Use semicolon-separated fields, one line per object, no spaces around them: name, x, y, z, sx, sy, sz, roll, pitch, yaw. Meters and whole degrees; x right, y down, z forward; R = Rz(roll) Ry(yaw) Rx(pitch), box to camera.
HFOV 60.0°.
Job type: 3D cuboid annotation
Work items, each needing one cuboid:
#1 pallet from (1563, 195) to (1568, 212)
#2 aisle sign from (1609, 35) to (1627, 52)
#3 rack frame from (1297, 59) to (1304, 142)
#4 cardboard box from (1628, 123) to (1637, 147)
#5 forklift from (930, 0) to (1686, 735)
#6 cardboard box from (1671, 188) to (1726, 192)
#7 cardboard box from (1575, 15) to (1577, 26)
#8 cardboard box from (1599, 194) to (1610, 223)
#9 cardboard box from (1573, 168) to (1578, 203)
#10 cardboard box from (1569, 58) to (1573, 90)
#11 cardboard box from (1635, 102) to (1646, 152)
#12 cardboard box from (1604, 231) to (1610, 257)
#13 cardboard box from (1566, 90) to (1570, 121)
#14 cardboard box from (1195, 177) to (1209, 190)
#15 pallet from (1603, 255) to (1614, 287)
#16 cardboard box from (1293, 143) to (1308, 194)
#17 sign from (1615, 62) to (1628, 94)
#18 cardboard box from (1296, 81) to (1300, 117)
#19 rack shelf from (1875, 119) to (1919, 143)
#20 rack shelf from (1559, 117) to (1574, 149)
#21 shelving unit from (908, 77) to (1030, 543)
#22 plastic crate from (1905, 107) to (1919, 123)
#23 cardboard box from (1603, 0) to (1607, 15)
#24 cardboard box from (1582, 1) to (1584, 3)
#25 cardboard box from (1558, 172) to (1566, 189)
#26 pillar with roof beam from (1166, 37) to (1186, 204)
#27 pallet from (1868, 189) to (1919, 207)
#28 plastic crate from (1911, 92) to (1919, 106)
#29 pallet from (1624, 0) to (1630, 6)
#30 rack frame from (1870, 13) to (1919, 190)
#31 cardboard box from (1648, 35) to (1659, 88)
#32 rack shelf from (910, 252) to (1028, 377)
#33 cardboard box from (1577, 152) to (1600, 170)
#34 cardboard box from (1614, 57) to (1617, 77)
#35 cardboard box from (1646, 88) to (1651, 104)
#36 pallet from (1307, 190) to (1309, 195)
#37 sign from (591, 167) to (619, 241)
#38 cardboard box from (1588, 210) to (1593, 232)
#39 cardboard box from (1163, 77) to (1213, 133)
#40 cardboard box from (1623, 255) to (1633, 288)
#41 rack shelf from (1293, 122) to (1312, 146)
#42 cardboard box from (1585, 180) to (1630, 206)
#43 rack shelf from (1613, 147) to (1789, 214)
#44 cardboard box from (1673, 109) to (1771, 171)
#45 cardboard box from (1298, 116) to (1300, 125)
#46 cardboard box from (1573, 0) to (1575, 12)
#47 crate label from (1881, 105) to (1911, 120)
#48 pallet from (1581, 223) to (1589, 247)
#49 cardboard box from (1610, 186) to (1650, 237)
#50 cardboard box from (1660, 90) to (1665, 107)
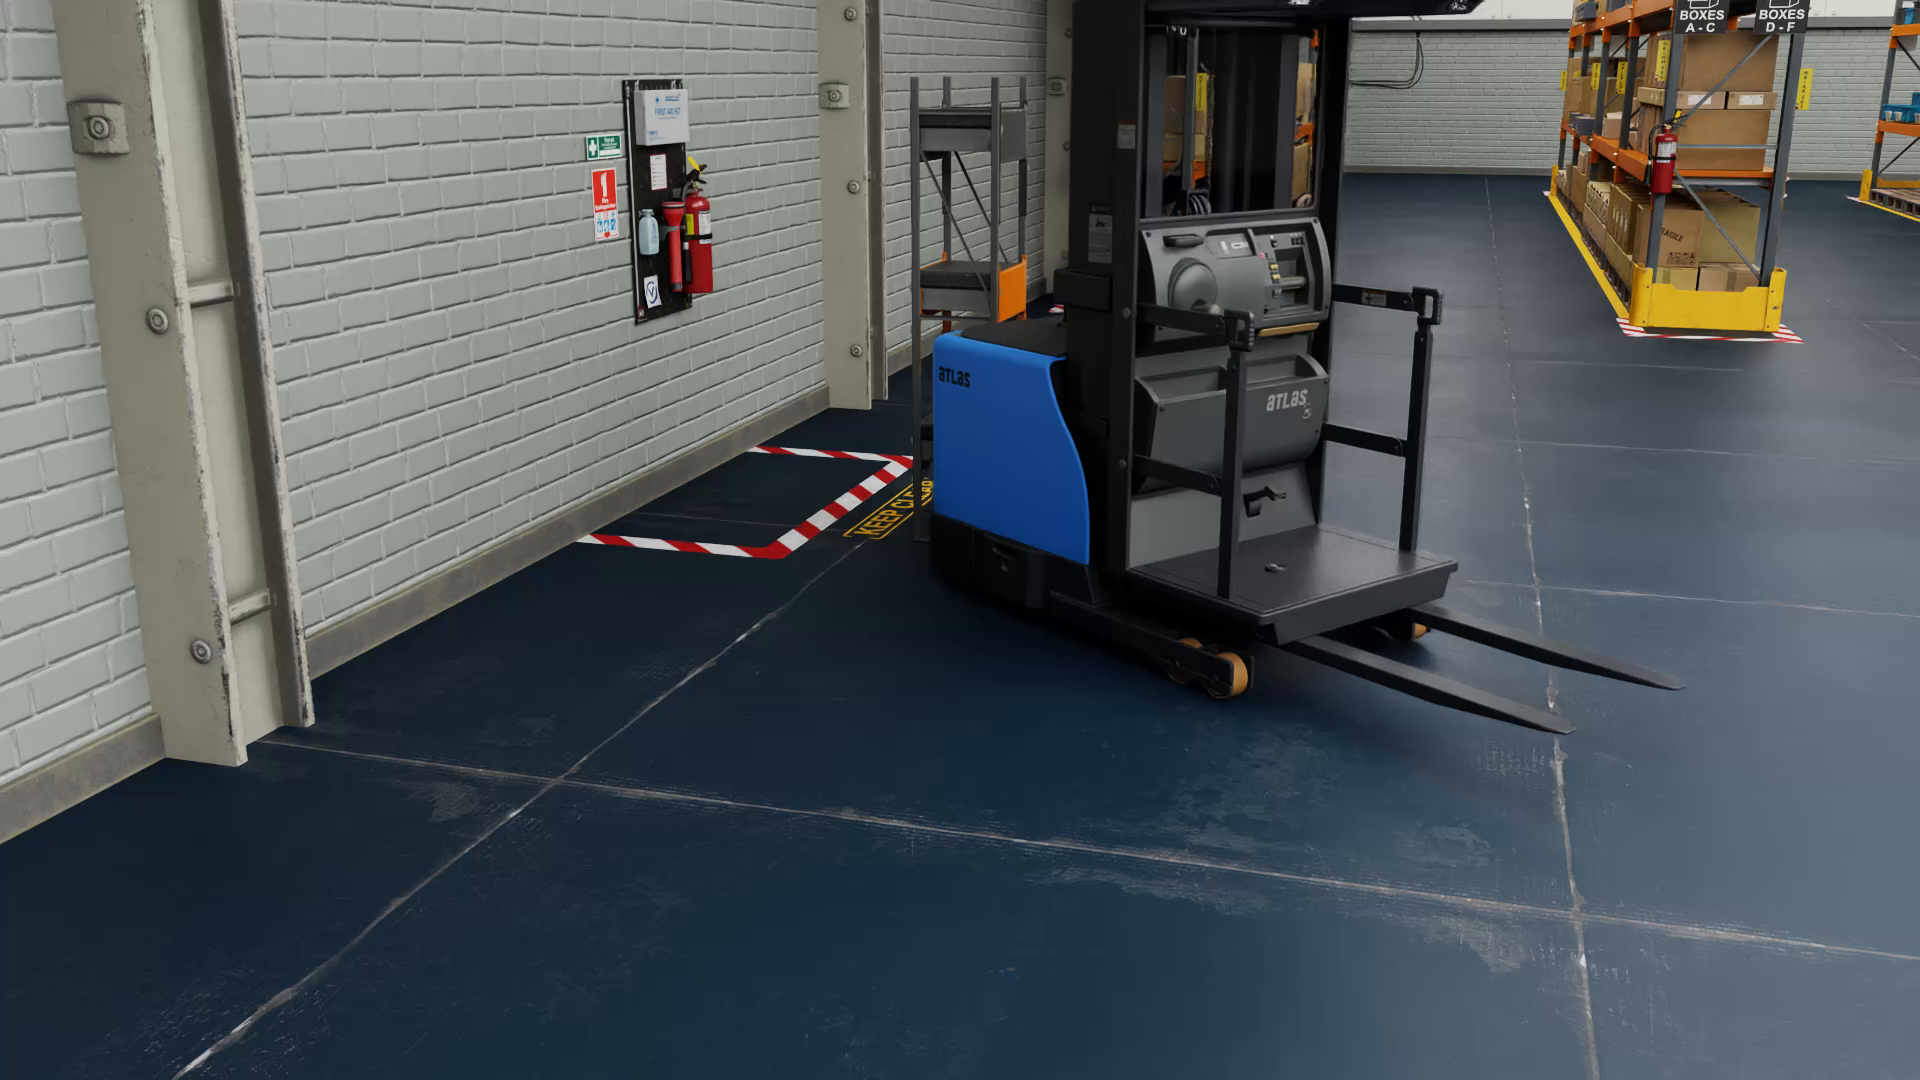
pallet;10.006;-5.269;26.021;1.003;0.211;1.213;5;16;16
aisle sign;11.260;-8.723;28.321;0.394;0.787;0.004;5;16;16
rack frame;6.197;-7.861;30.047;1.000;3.000;0.127;5;16;16
cardboard box;7.611;-4.518;18.507;0.396;0.266;0.258;4;16;15
forklift;1.161;-1.001;5.986;1.130;2.935;3.031;-12;20;-36
cardboard box;7.461;-3.310;16.898;0.500;0.500;0.500;5;16;16
cardboard box;10.262;-8.473;26.984;0.500;0.250;0.500;5;16;16
cardboard box;7.519;-3.752;18.803;0.500;0.311;0.500;5;17;17
cardboard box;9.298;-5.192;24.413;0.500;0.500;0.500;5;17;17
cardboard box;10.280;-7.644;27.265;0.500;0.500;0.500;5;17;17
cardboard box;7.417;-4.270;17.203;0.700;0.500;0.500;4;16;14
cardboard box;7.114;-3.120;17.601;0.500;0.250;0.500;5;16;16
cardboard box;10.281;-7.164;27.406;0.500;0.500;0.500;5;16;16
cardboard box;3.101;-4.401;20.248;0.500;0.250;0.500;4;16;15
pallet;7.271;-2.792;17.286;1.003;0.211;1.213;5;16;16
cardboard box;5.000;-5.802;25.959;0.750;0.750;0.750;5;17;17
sign;7.014;-4.897;17.620;0.100;0.325;0.005;5;16;16
cardboard box;4.606;-6.342;23.927;0.500;0.500;0.500;5;16;16
rack shelf;15.127;-6.223;25.592;1.077;0.370;4.000;5;16;16
rack shelf;10.379;-6.609;26.950;1.077;0.370;4.000;5;16;16
shelving unit;0.047;-1.053;7.696;0.431;2.100;0.503;5;16;16
plastic crate;14.850;-6.579;25.724;0.416;0.233;0.300;5;16;16
cardboard box;8.765;-6.993;21.306;0.910;0.500;0.500;5;16;16
cardboard box;9.834;-8.322;25.533;0.500;0.250;0.500;5;16;16
cardboard box;10.236;-5.985;27.665;0.500;0.250;0.500;5;16;16
pillar with roof beam;6.852;-8.047;19.710;9.100;9.000;0.400;5;16;16
pallet;15.424;-5.539;26.969;1.003;0.211;1.213;5;16;16
plastic crate;15.779;-7.037;26.966;0.616;0.435;0.499;5;16;16
pallet;8.252;-6.260;19.251;1.003;0.211;1.213;5;17;18
rack frame;15.695;-7.093;27.339;1.000;3.000;0.127;5;16;16
cardboard box;7.274;-4.762;16.560;0.700;0.500;0.500;5;16;16
rack shelf;0.047;-1.040;7.699;0.431;0.518;0.480;5;16;16
cardboard box;9.155;-5.432;23.884;0.500;0.250;0.500;5;16;16
cardboard box;10.360;-7.197;25.691;0.500;0.500;0.500;4;16;14
cardboard box;6.986;-4.376;16.388;0.380;0.149;0.250;4;16;14
pallet;5.351;-5.666;27.418;1.003;0.211;1.213;5;16;16
sign;-1.681;-1.592;7.881;0.001;0.329;0.234;5;16;16
cardboard box;7.959;-3.882;20.287;0.500;0.250;0.500;4;16;14
cardboard box;2.073;-4.075;15.563;0.500;0.500;0.500;5;16;16
cardboard box;6.400;-2.466;15.296;0.500;0.250;0.500;5;16;16
rack shelf;4.491;-5.945;24.611;1.077;0.370;4.000;5;16;16
cardboard box;8.243;-4.420;21.156;0.500;0.311;0.500;5;17;18
rack shelf;6.969;-3.469;15.881;1.077;0.370;4.000;5;16;16
cardboard box;6.545;-3.461;14.352;0.700;0.500;0.500;5;16;16
cardboard box;4.917;-6.328;25.067;0.380;0.149;0.250;5;16;16
cardboard box;10.552;-8.975;27.837;0.500;0.250;0.500;5;16;16
crate label;15.309;-7.002;27.216;0.416;0.233;0.303;5;16;16
pallet;8.402;-3.831;20.949;1.003;0.211;1.213;5;16;16
cardboard box;6.970;-3.350;17.038;0.500;0.500;0.500;5;16;16
cardboard box;6.619;-4.037;15.192;0.380;0.149;0.250;5;17;18
